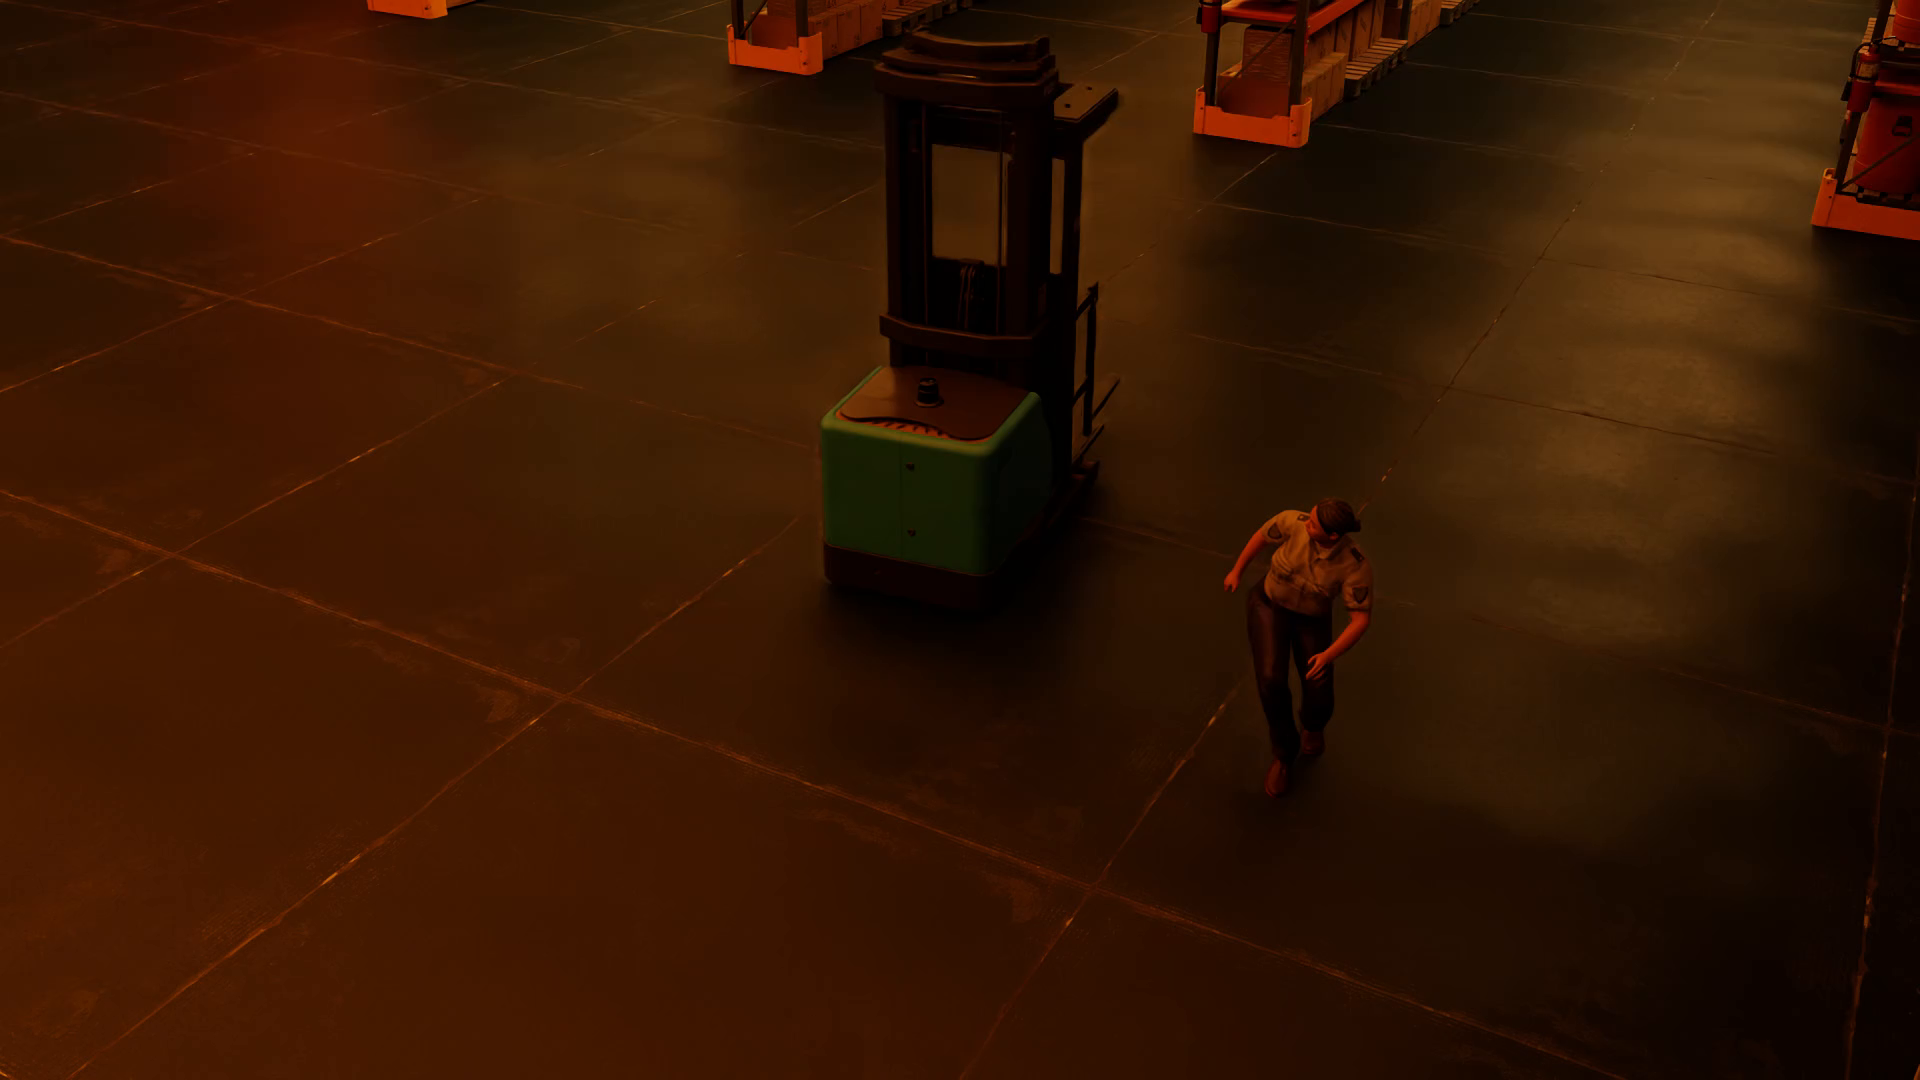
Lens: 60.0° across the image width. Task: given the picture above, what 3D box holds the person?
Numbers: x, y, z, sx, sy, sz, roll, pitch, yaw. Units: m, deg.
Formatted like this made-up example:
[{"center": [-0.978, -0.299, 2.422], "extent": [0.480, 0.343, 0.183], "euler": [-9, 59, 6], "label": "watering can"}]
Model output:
[{"center": [1.553, 0.430, 7.817], "extent": [0.703, 1.473, 0.729], "euler": [7, 31, 12], "label": "person"}]

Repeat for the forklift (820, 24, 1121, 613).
[{"center": [0.241, -1.588, 9.823], "extent": [1.130, 2.935, 3.031], "euler": [11, 32, 19], "label": "forklift"}]
